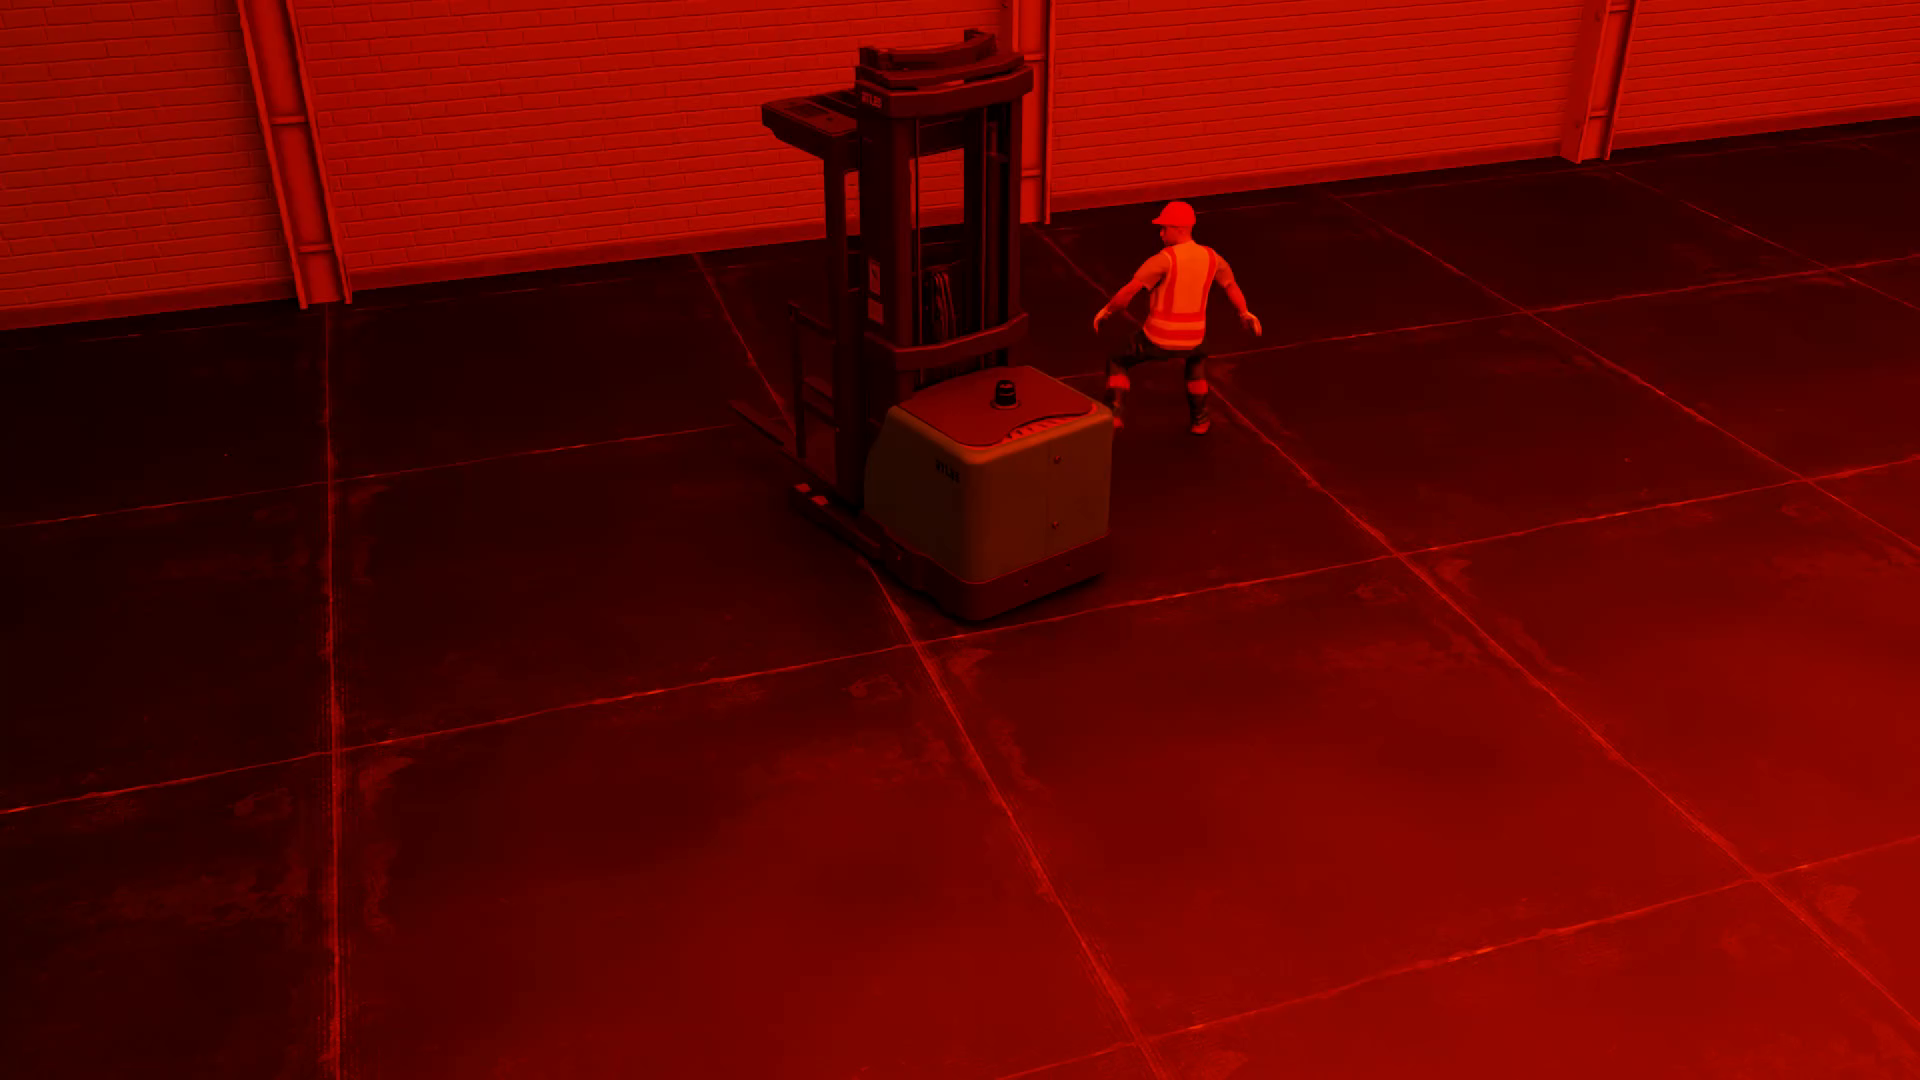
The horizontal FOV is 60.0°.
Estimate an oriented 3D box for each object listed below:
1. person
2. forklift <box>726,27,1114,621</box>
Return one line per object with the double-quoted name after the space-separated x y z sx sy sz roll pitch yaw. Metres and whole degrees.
1.422 -1.390 10.859 1.158 1.654 0.505 -8 31 -13 "person"
-0.413 -1.507 9.705 1.130 2.935 3.031 -20 36 -31 "forklift"
